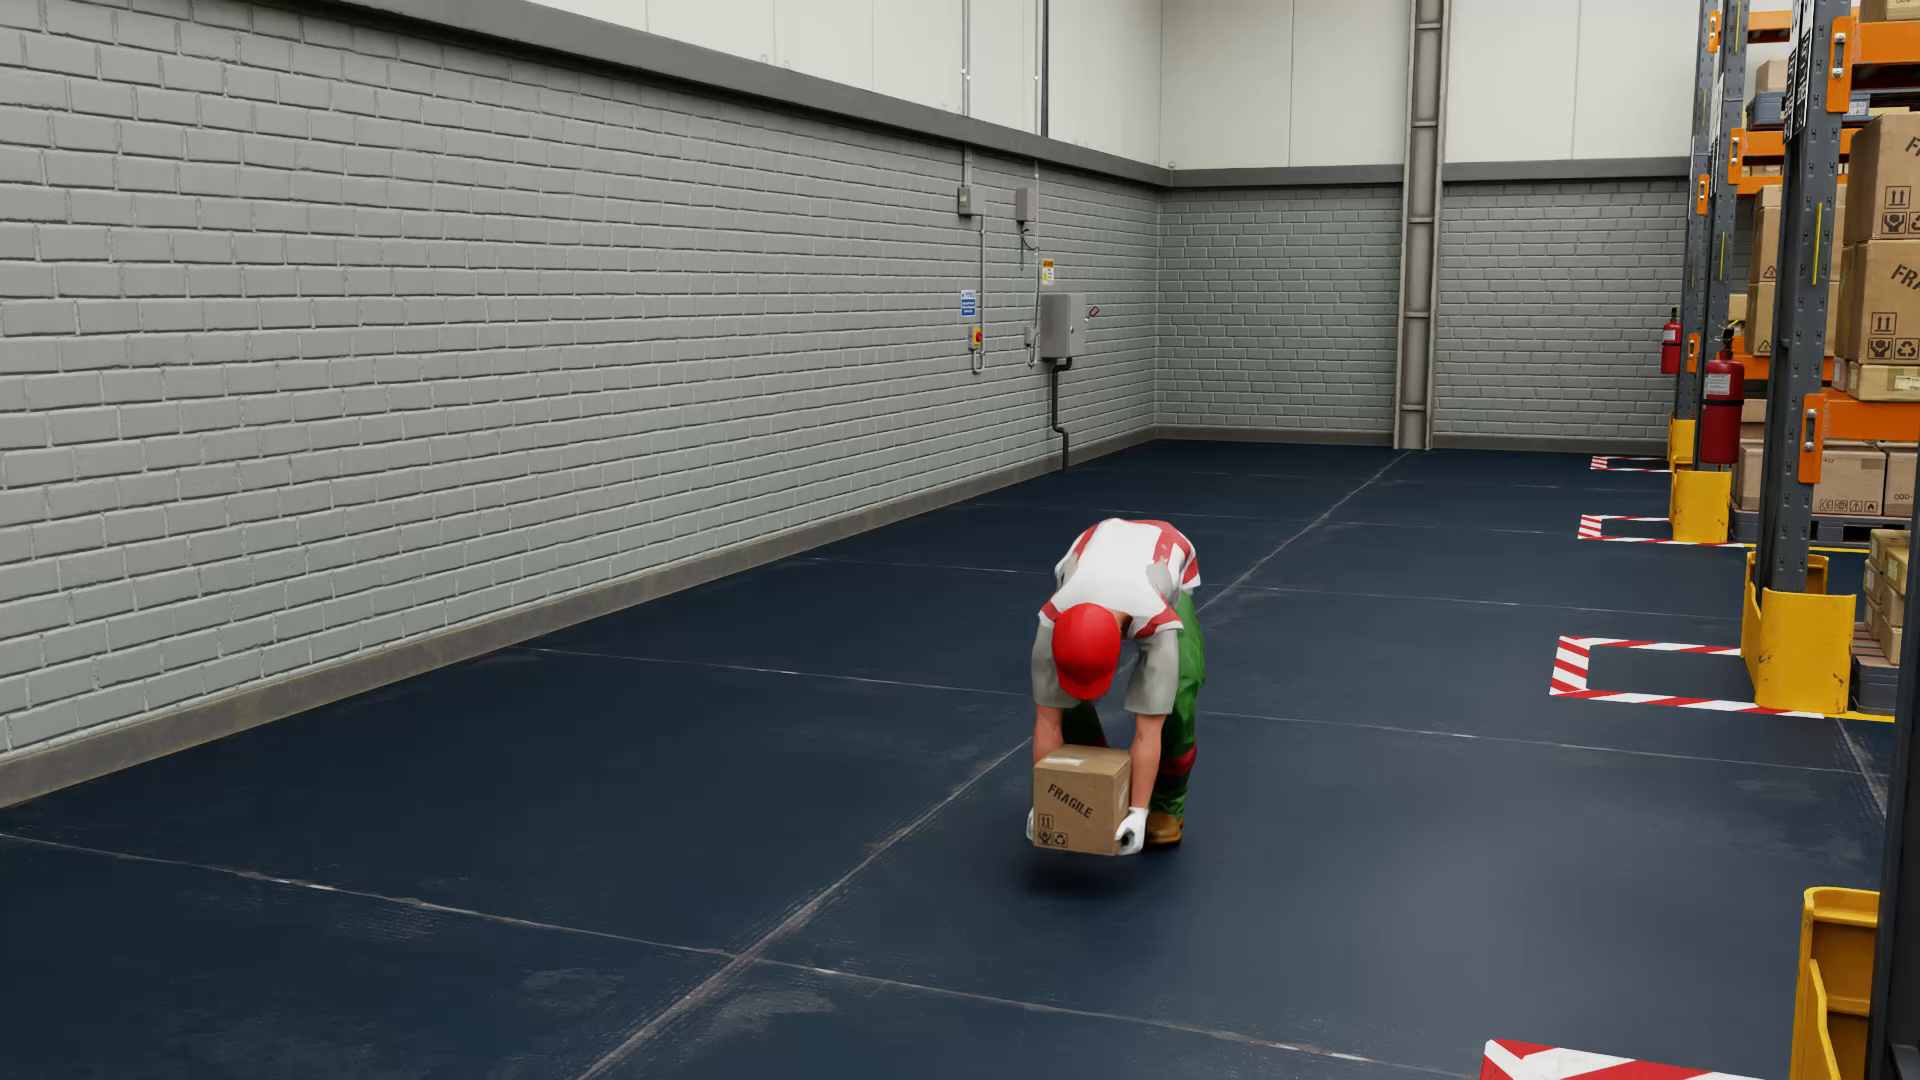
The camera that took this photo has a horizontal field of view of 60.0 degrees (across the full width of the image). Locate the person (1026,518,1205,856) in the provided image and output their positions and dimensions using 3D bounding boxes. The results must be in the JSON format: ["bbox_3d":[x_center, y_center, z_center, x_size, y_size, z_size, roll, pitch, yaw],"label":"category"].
[{"bbox_3d":[0.482,0.473,5.176,0.524,1.023,0.954,3,9,18],"label":"person"}]
